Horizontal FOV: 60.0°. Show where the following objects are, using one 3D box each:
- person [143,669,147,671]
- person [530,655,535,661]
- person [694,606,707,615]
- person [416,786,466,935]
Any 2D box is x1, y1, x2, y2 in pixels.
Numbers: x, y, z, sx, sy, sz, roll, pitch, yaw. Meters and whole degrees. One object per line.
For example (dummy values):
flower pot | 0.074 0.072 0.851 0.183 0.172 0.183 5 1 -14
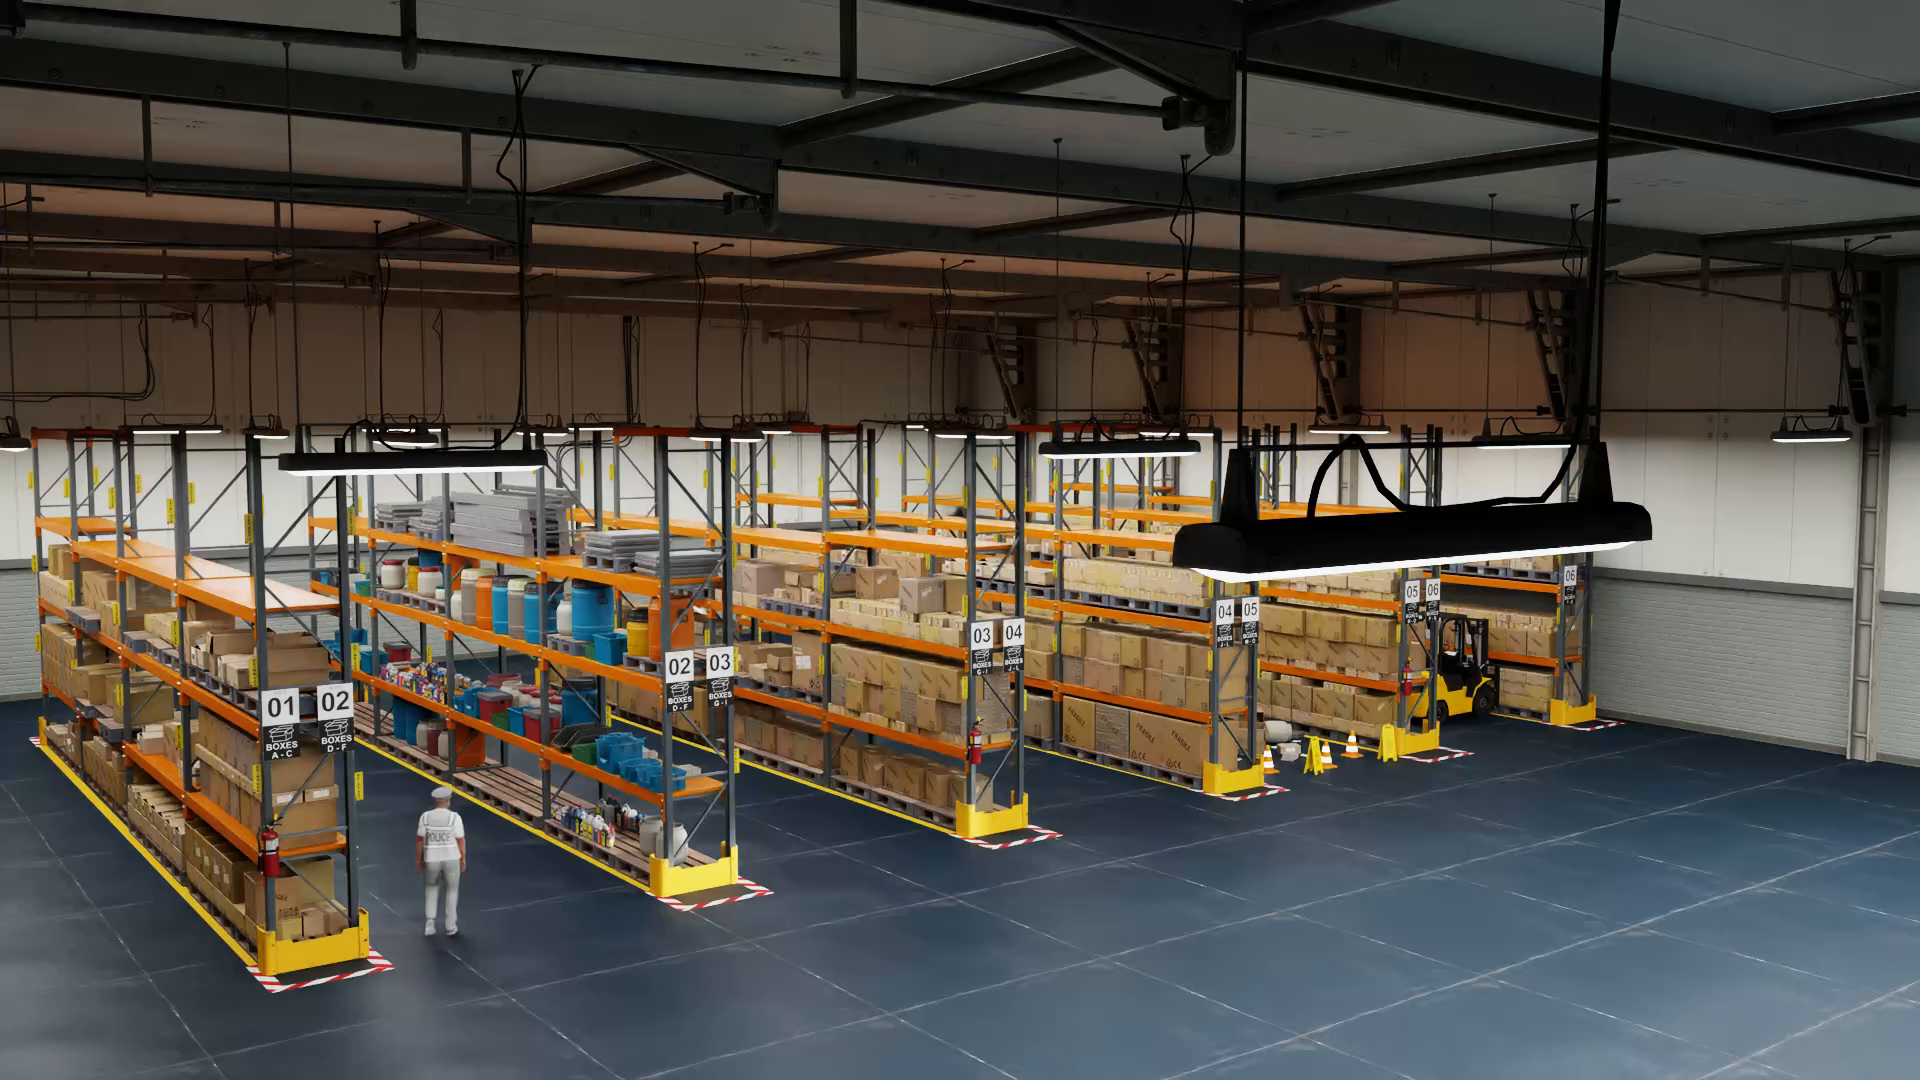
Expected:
person | -16.037 2.849 33.065 0.520 1.728 1.046 -4 6 -39
person | -10.485 2.228 41.766 0.722 1.636 0.505 -1 5 -12
person | -6.372 2.235 40.902 0.452 1.782 0.649 3 5 32
person | -6.273 3.903 20.104 0.599 1.825 0.479 0 4 -6
